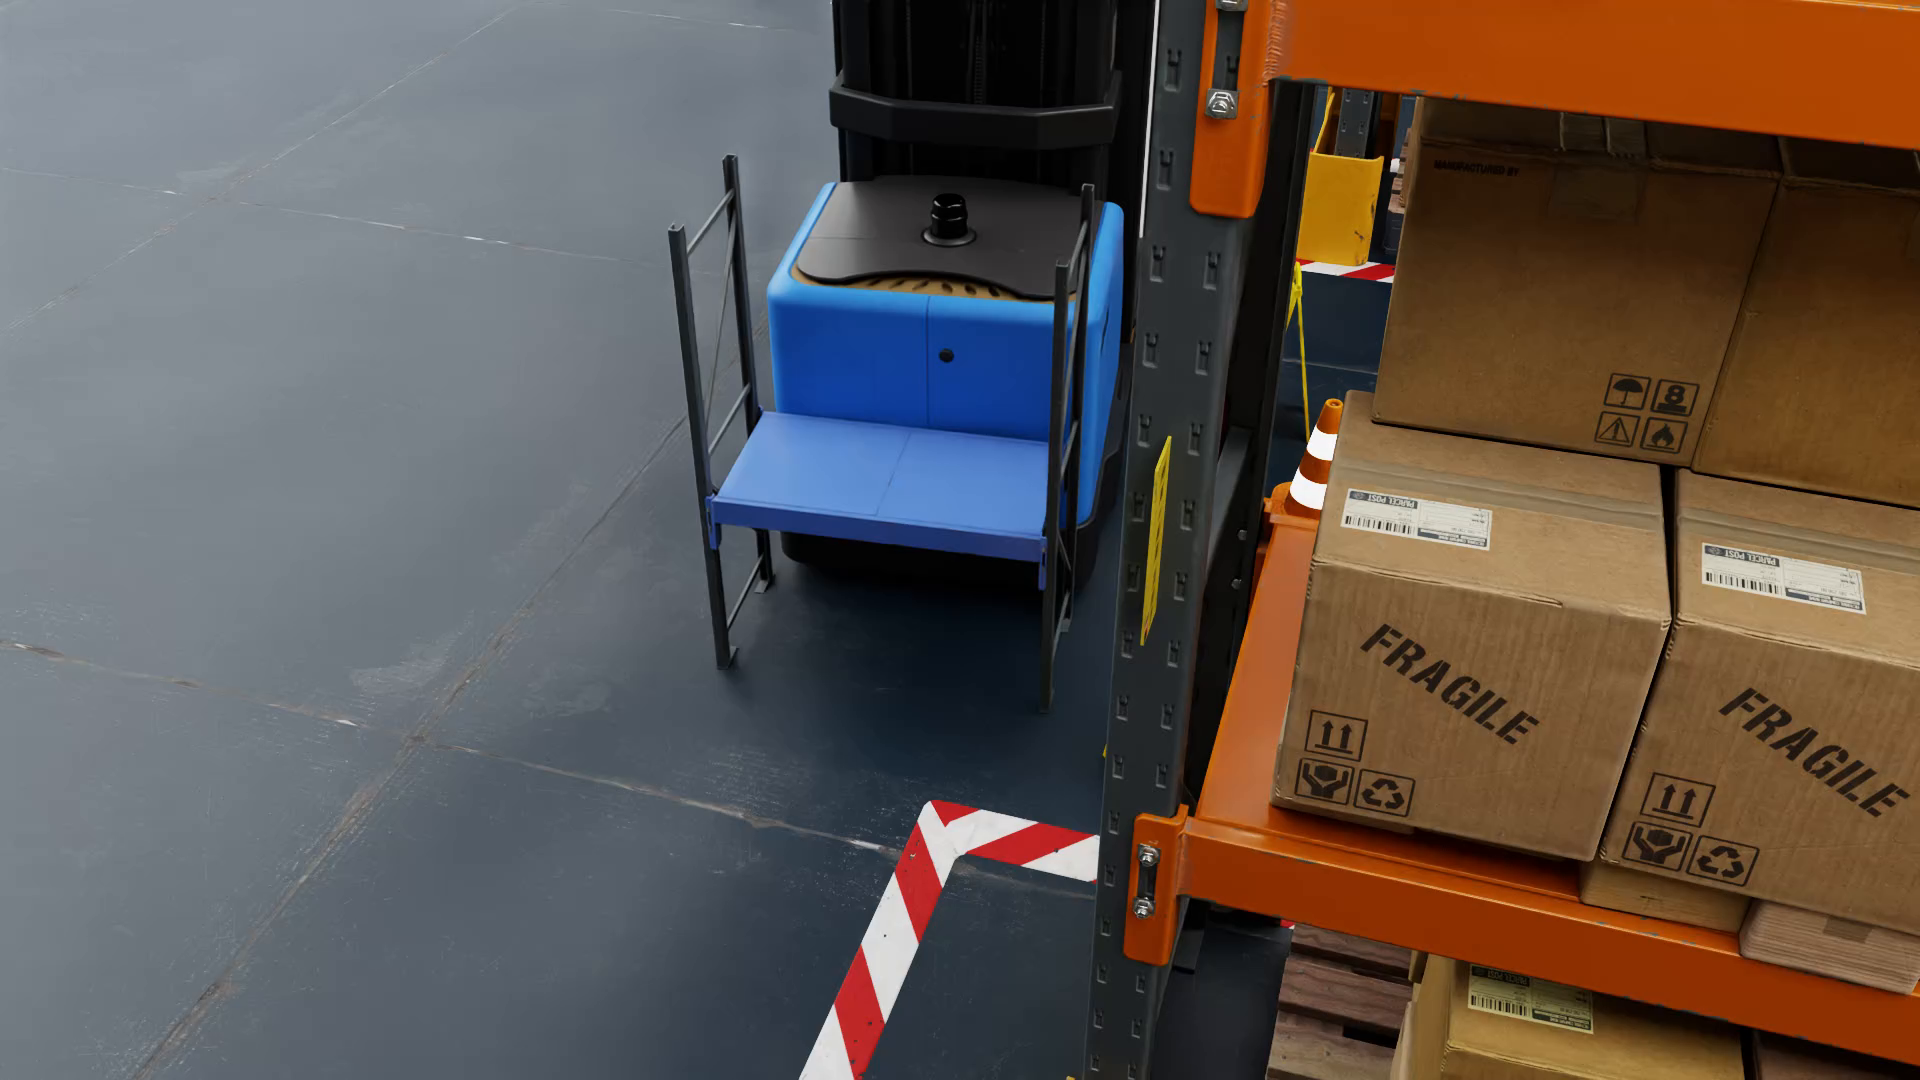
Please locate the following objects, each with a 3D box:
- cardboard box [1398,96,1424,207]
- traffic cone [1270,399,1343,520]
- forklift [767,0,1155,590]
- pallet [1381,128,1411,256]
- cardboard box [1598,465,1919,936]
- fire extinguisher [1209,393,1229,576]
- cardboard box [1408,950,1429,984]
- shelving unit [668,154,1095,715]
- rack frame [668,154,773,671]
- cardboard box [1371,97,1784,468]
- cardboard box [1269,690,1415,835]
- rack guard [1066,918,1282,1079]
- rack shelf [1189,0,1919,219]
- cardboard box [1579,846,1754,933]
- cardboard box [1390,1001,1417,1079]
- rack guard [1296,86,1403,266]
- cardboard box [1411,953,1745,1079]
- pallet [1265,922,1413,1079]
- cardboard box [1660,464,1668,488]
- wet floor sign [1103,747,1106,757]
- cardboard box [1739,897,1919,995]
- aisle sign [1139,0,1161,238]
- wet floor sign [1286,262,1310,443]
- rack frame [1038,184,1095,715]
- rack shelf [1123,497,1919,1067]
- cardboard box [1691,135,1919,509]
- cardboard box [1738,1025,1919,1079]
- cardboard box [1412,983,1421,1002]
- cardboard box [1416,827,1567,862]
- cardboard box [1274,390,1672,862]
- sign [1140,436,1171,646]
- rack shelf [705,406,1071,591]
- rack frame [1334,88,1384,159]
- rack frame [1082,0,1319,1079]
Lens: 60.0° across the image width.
[{"bbox_3d":[2.501,-2.004,7.380,0.875,0.875,0.875,11,38,14],"label":"cardboard box"},{"bbox_3d":[1.256,-0.275,5.733,0.334,0.463,0.336,10,38,14],"label":"traffic cone"},{"bbox_3d":[0.152,-1.887,5.842,1.130,2.935,3.031,6,37,8],"label":"forklift"},{"bbox_3d":[2.620,-1.553,7.682,1.213,0.211,1.003,10,38,14],"label":"pallet"},{"bbox_3d":[1.319,0.216,2.591,0.500,0.500,0.500,12,38,15],"label":"cardboard box"},{"bbox_3d":[0.483,-0.204,3.562,0.183,0.674,0.296,10,38,14],"label":"fire extinguisher"},{"bbox_3d":[1.297,0.676,3.634,0.500,0.500,0.500,11,38,14],"label":"cardboard box"},{"bbox_3d":[-0.195,-0.283,4.869,1.048,1.500,0.538,7,37,9],"label":"shelving unit"},{"bbox_3d":[-0.694,-0.343,4.950,0.032,1.500,0.500,7,37,9],"label":"rack frame"},{"bbox_3d":[1.007,-0.550,2.788,0.500,0.500,0.700,10,37,13],"label":"cardboard box"},{"bbox_3d":[0.717,0.324,2.991,0.250,0.149,0.380,11,38,14],"label":"cardboard box"},{"bbox_3d":[0.527,1.066,3.880,0.348,0.500,1.175,10,38,14],"label":"rack guard"},{"bbox_3d":[2.363,-0.519,2.001,4.000,0.370,1.077,10,38,14],"label":"rack shelf"},{"bbox_3d":[1.191,0.453,2.815,0.250,0.149,0.380,9,37,12],"label":"cardboard box"},{"bbox_3d":[1.142,1.283,3.442,0.500,0.250,0.500,10,38,14],"label":"cardboard box"},{"bbox_3d":[1.811,-1.770,7.734,0.348,0.500,1.175,10,38,14],"label":"rack guard"},{"bbox_3d":[1.165,0.985,3.214,0.500,0.500,0.500,9,37,12],"label":"cardboard box"},{"bbox_3d":[1.292,1.346,3.744,1.213,0.211,1.003,10,38,14],"label":"pallet"},{"bbox_3d":[1.055,-0.174,3.121,0.500,0.500,0.500,10,37,13],"label":"cardboard box"},{"bbox_3d":[0.592,0.355,4.724,0.232,0.644,0.267,24,43,29],"label":"wet floor sign"},{"bbox_3d":[1.420,0.524,2.719,0.250,0.149,0.380,11,38,15],"label":"cardboard box"},{"bbox_3d":[0.303,-0.837,2.163,0.004,0.787,0.394,10,38,14],"label":"aisle sign"},{"bbox_3d":[1.216,-0.710,6.170,0.232,0.644,0.267,4,37,6],"label":"wet floor sign"},{"bbox_3d":[0.303,-0.223,4.787,0.032,1.500,0.500,7,37,9],"label":"rack frame"},{"bbox_3d":[2.363,0.689,2.890,4.000,0.370,1.077,10,38,14],"label":"rack shelf"},{"bbox_3d":[1.488,-0.457,2.661,0.500,0.500,0.700,11,38,14],"label":"cardboard box"},{"bbox_3d":[1.665,1.075,3.092,0.500,0.500,0.500,9,37,12],"label":"cardboard box"},{"bbox_3d":[1.329,0.979,3.855,0.500,0.250,0.500,10,38,14],"label":"cardboard box"},{"bbox_3d":[0.962,0.361,2.942,0.250,0.149,0.380,11,38,15],"label":"cardboard box"},{"bbox_3d":[0.824,0.126,2.713,0.500,0.500,0.500,10,38,13],"label":"cardboard box"},{"bbox_3d":[0.293,0.004,2.484,0.005,0.325,0.100,10,38,14],"label":"sign"},{"bbox_3d":[-0.195,-0.138,4.975,1.000,0.185,0.538,7,37,9],"label":"rack shelf"},{"bbox_3d":[1.834,-2.773,6.987,0.127,3.000,1.000,10,38,14],"label":"rack frame"},{"bbox_3d":[0.454,0.046,3.157,0.127,3.000,1.000,10,38,14],"label":"rack frame"}]
